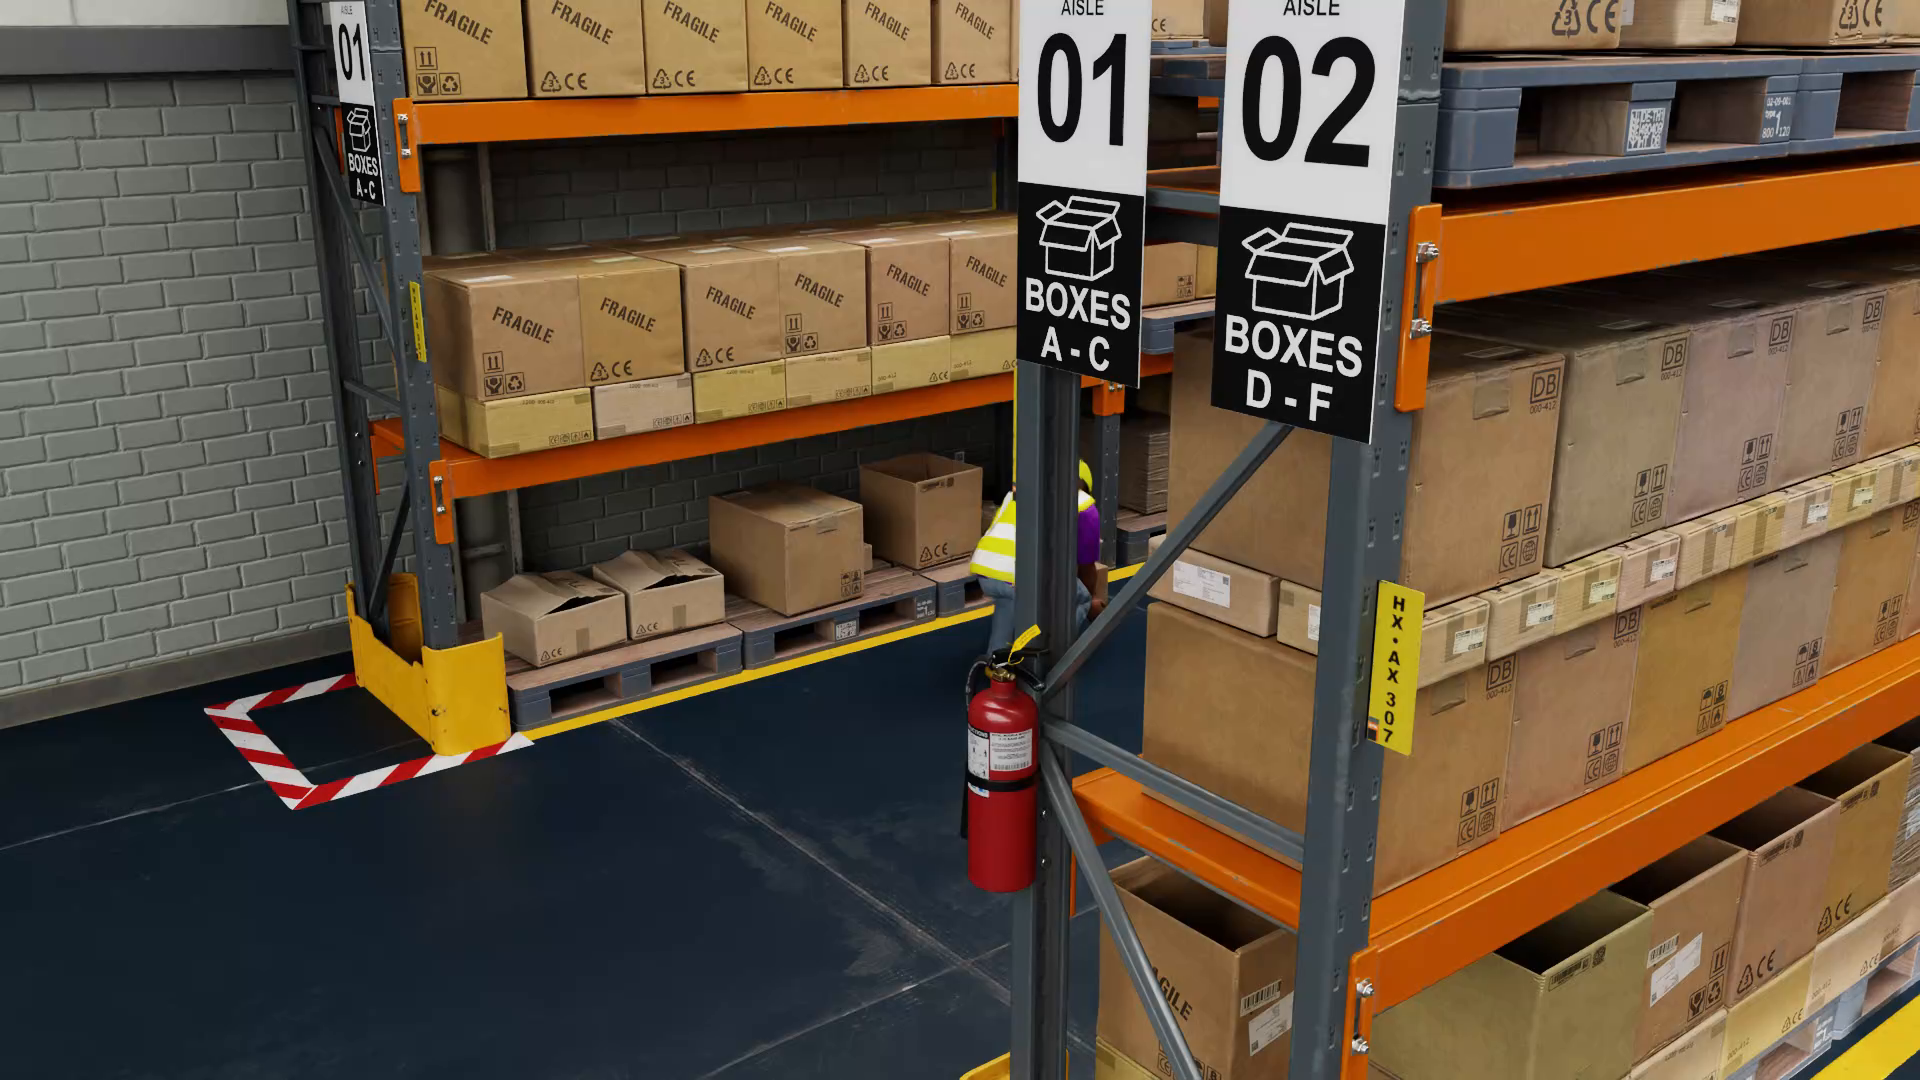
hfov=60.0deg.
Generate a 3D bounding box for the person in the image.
[{"bbox_3d":[0.396,0.154,8.284,0.532,1.011,0.927,11,21,31],"label":"person"}]
